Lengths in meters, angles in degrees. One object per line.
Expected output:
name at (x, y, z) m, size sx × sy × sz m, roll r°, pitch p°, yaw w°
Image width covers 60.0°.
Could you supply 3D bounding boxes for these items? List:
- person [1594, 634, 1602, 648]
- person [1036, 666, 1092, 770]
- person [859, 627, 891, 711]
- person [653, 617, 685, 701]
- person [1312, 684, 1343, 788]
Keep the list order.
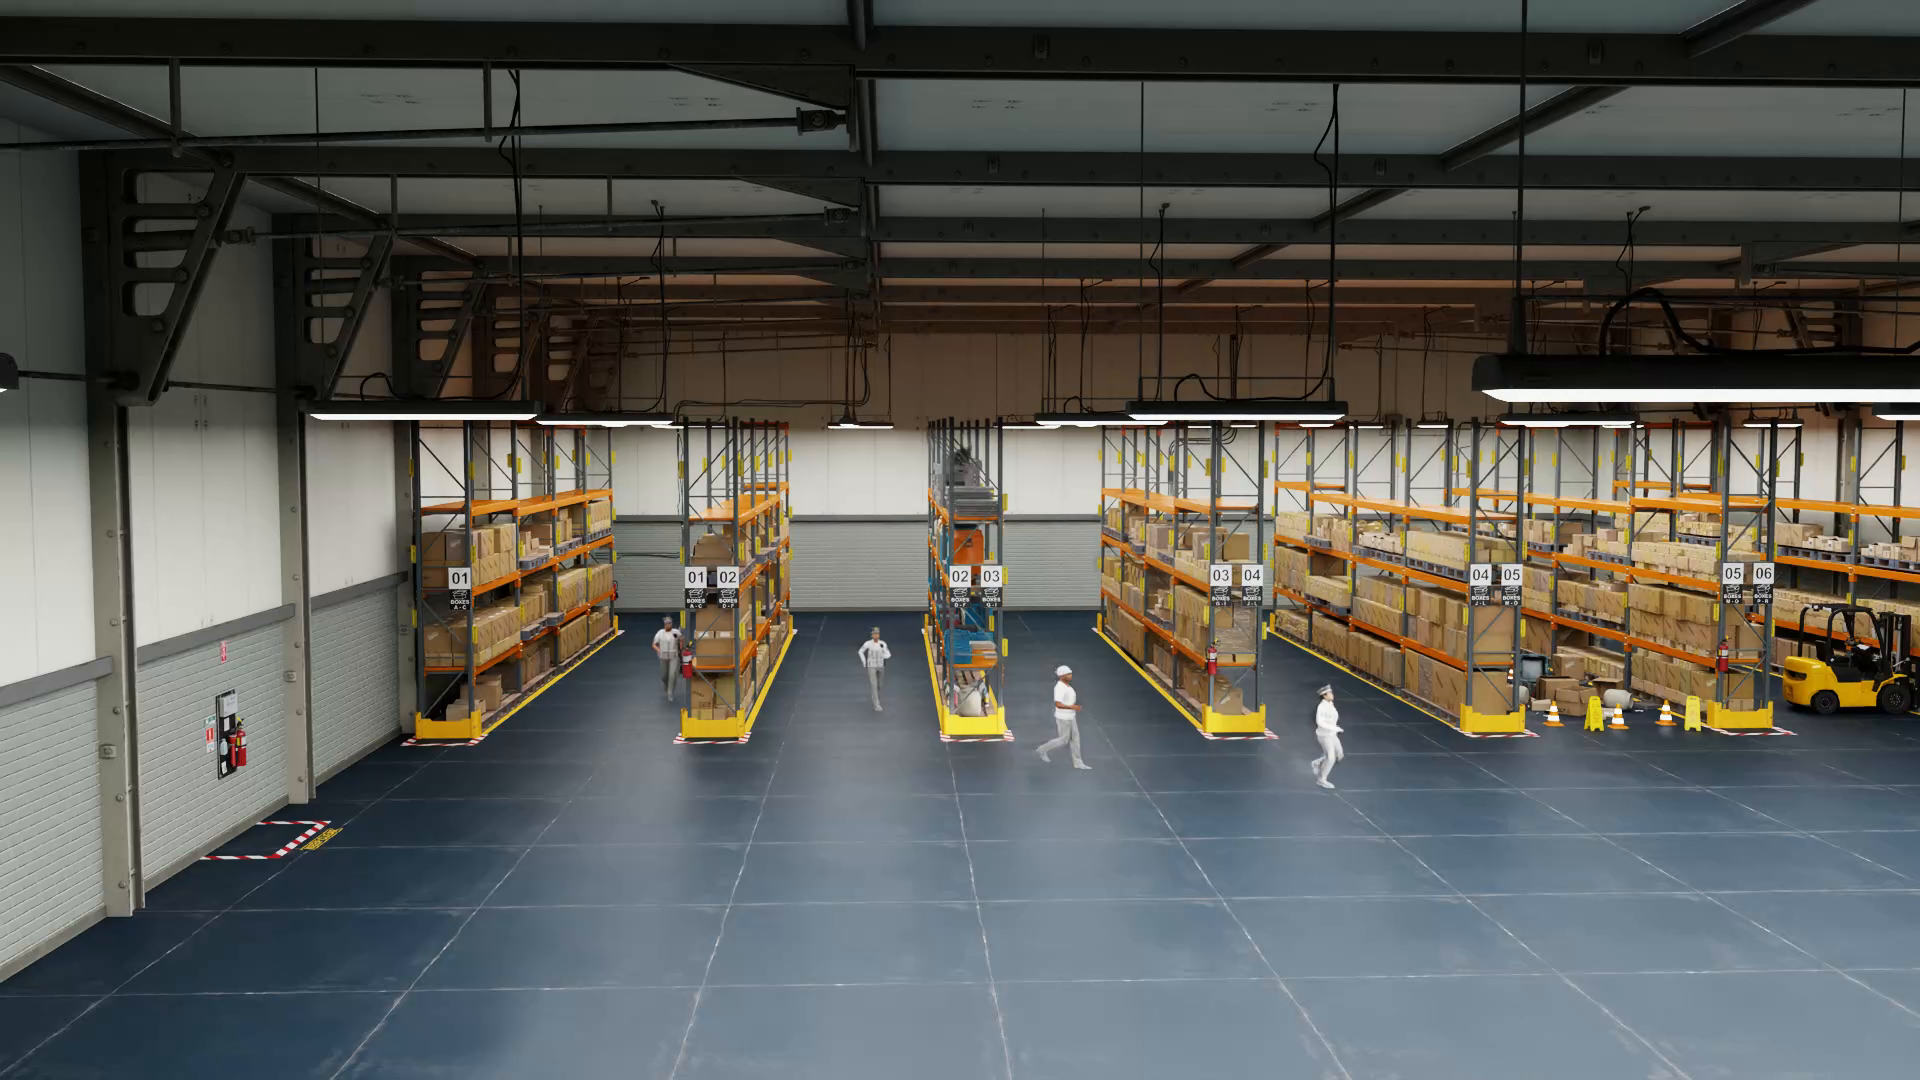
person at (16.653, 2.062, 43.431) m, size 0.571 × 1.652 × 0.575 m, roll 0°, pitch 4°, yaw -6°
person at (1.759, 3.002, 28.080) m, size 0.952 × 1.762 × 0.702 m, roll 1°, pitch 4°, yaw 18°
person at (-1.736, 2.624, 34.253) m, size 0.614 × 1.676 × 0.918 m, roll -1°, pitch 4°, yaw -20°
person at (-6.245, 2.515, 35.667) m, size 0.673 × 1.770 × 0.919 m, roll -1°, pitch 4°, yaw -8°
person at (5.923, 3.150, 26.792) m, size 0.561 × 1.661 × 0.658 m, roll 2°, pitch 4°, yaw 30°
